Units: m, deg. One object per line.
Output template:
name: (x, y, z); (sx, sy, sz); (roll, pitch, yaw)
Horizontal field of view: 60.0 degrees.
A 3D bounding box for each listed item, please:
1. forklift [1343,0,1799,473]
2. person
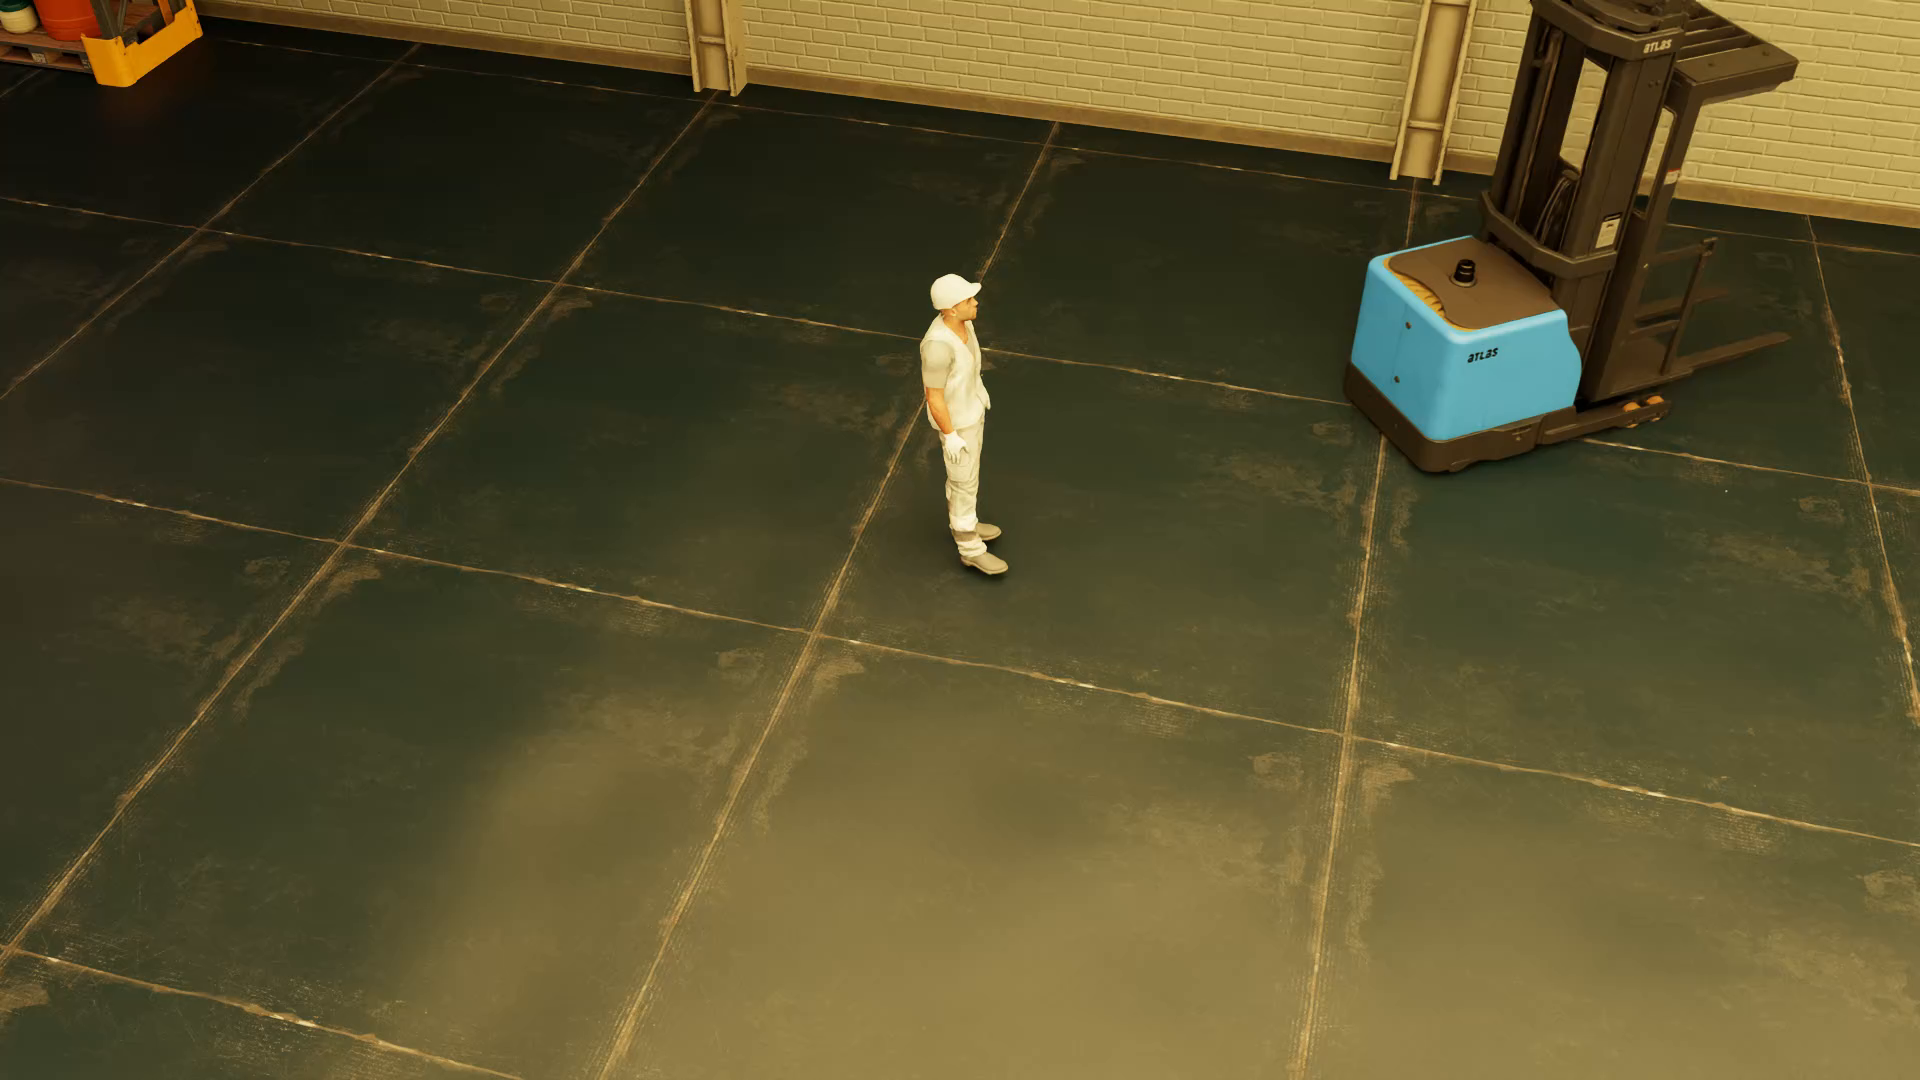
forklift: (4.130, -2.147, 10.311); (3.031, 2.935, 1.130); (-15, 43, -16)
person: (0.075, -0.688, 9.441); (0.561, 1.789, 0.638); (10, 42, 11)
